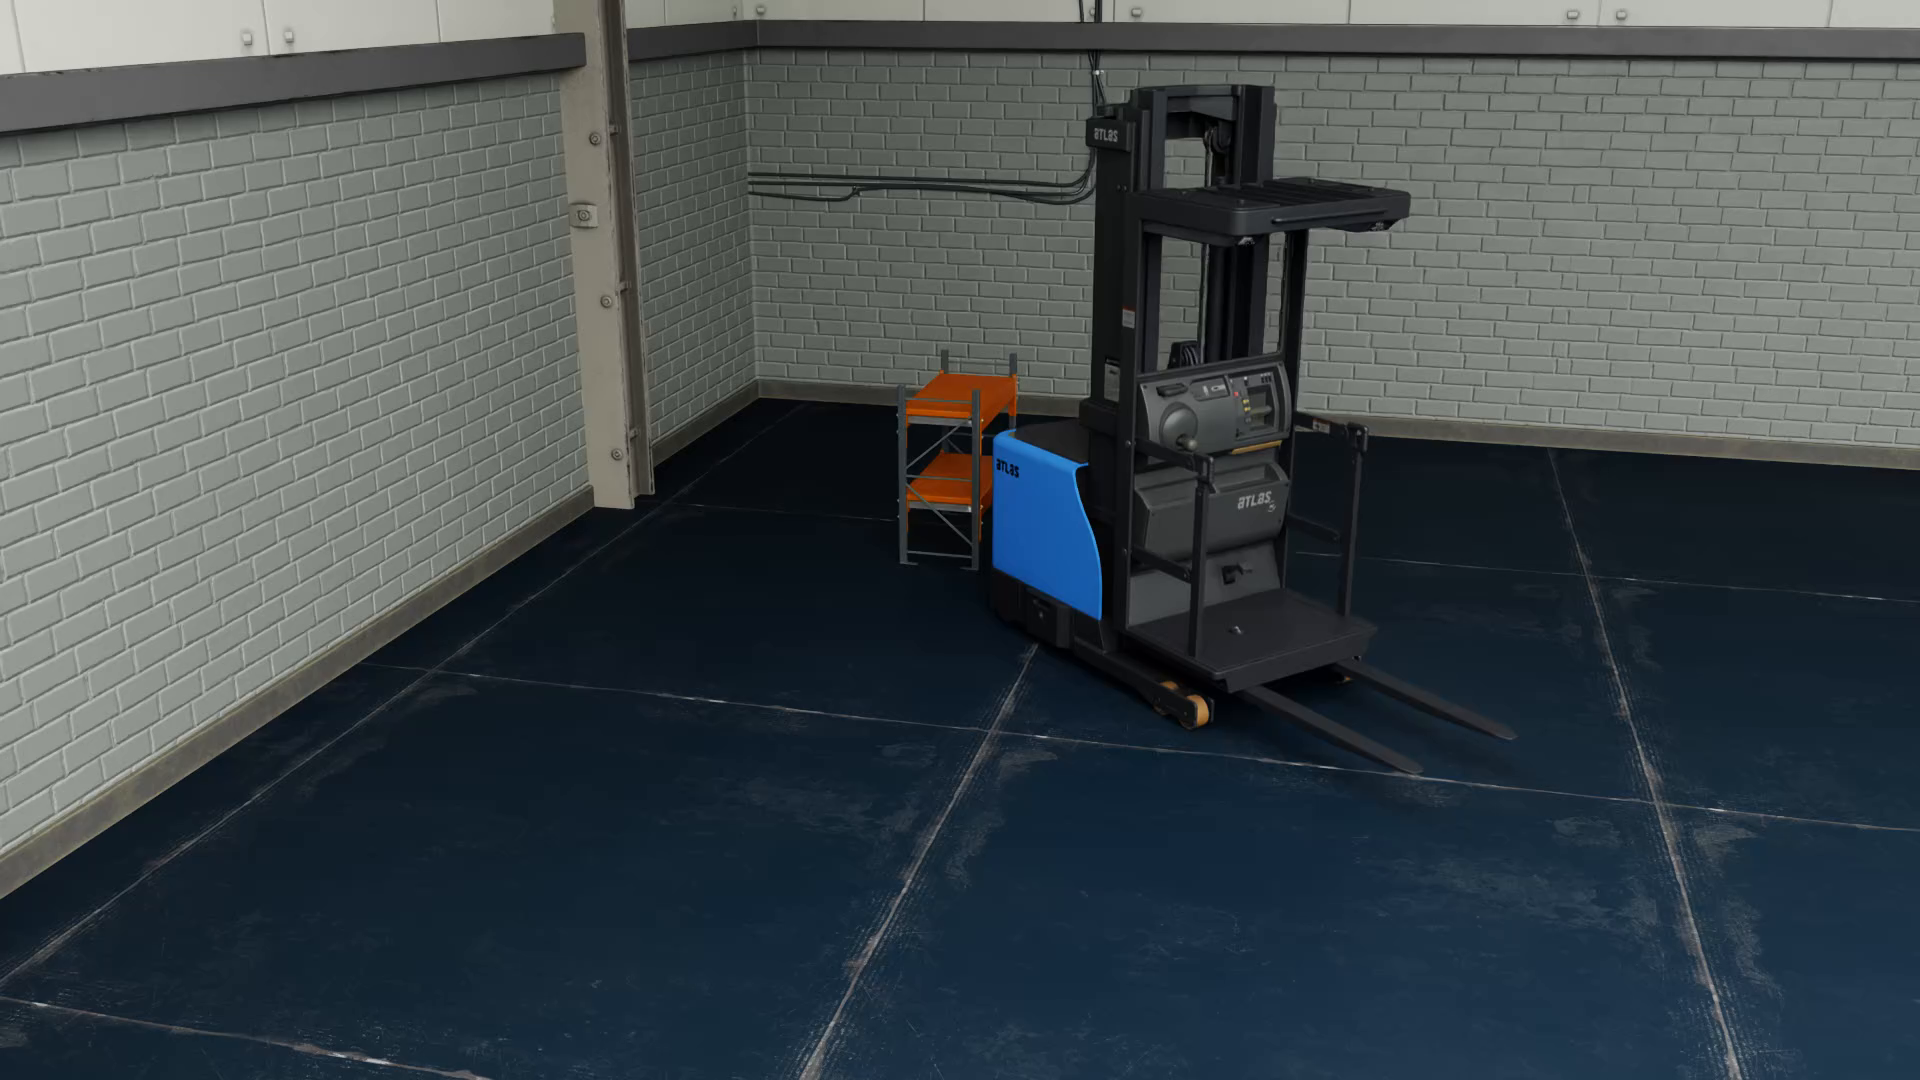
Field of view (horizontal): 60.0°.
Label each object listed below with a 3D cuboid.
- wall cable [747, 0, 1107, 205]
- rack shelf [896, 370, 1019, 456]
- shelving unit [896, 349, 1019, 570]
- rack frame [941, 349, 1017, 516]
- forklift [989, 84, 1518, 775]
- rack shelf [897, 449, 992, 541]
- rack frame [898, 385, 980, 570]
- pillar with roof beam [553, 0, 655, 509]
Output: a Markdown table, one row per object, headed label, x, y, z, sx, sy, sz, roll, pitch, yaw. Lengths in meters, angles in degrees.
| label | x | y | z | sx | sy | sz | roll | pitch | yaw |
| --- | --- | --- | --- | --- | --- | --- | --- | --- | --- |
| wall cable | -0.332 | -3.891 | 12.960 | 3.097 | 2.526 | 0.112 | 5 | 19 | 13 |
| rack shelf | -0.002 | -0.807 | 10.405 | 0.538 | 0.278 | 1.000 | 5 | 19 | 13 |
| shelving unit | -0.002 | -0.530 | 10.500 | 0.538 | 1.125 | 1.048 | 5 | 19 | 13 |
| rack frame | 0.123 | -0.690 | 10.966 | 0.500 | 1.125 | 0.032 | 5 | 19 | 13 |
| forklift | 1.387 | -0.649 | 8.052 | 1.130 | 2.935 | 3.031 | -12 | 22 | -31 |
| rack shelf | -0.002 | -0.299 | 10.579 | 0.538 | 0.278 | 1.000 | 5 | 19 | 13 |
| rack frame | -0.126 | -0.371 | 10.033 | 0.500 | 1.125 | 0.032 | 5 | 19 | 13 |
| pillar with roof beam | 1.841 | -4.201 | 9.065 | 9.100 | 9.000 | 0.400 | 5 | 19 | 13 |
